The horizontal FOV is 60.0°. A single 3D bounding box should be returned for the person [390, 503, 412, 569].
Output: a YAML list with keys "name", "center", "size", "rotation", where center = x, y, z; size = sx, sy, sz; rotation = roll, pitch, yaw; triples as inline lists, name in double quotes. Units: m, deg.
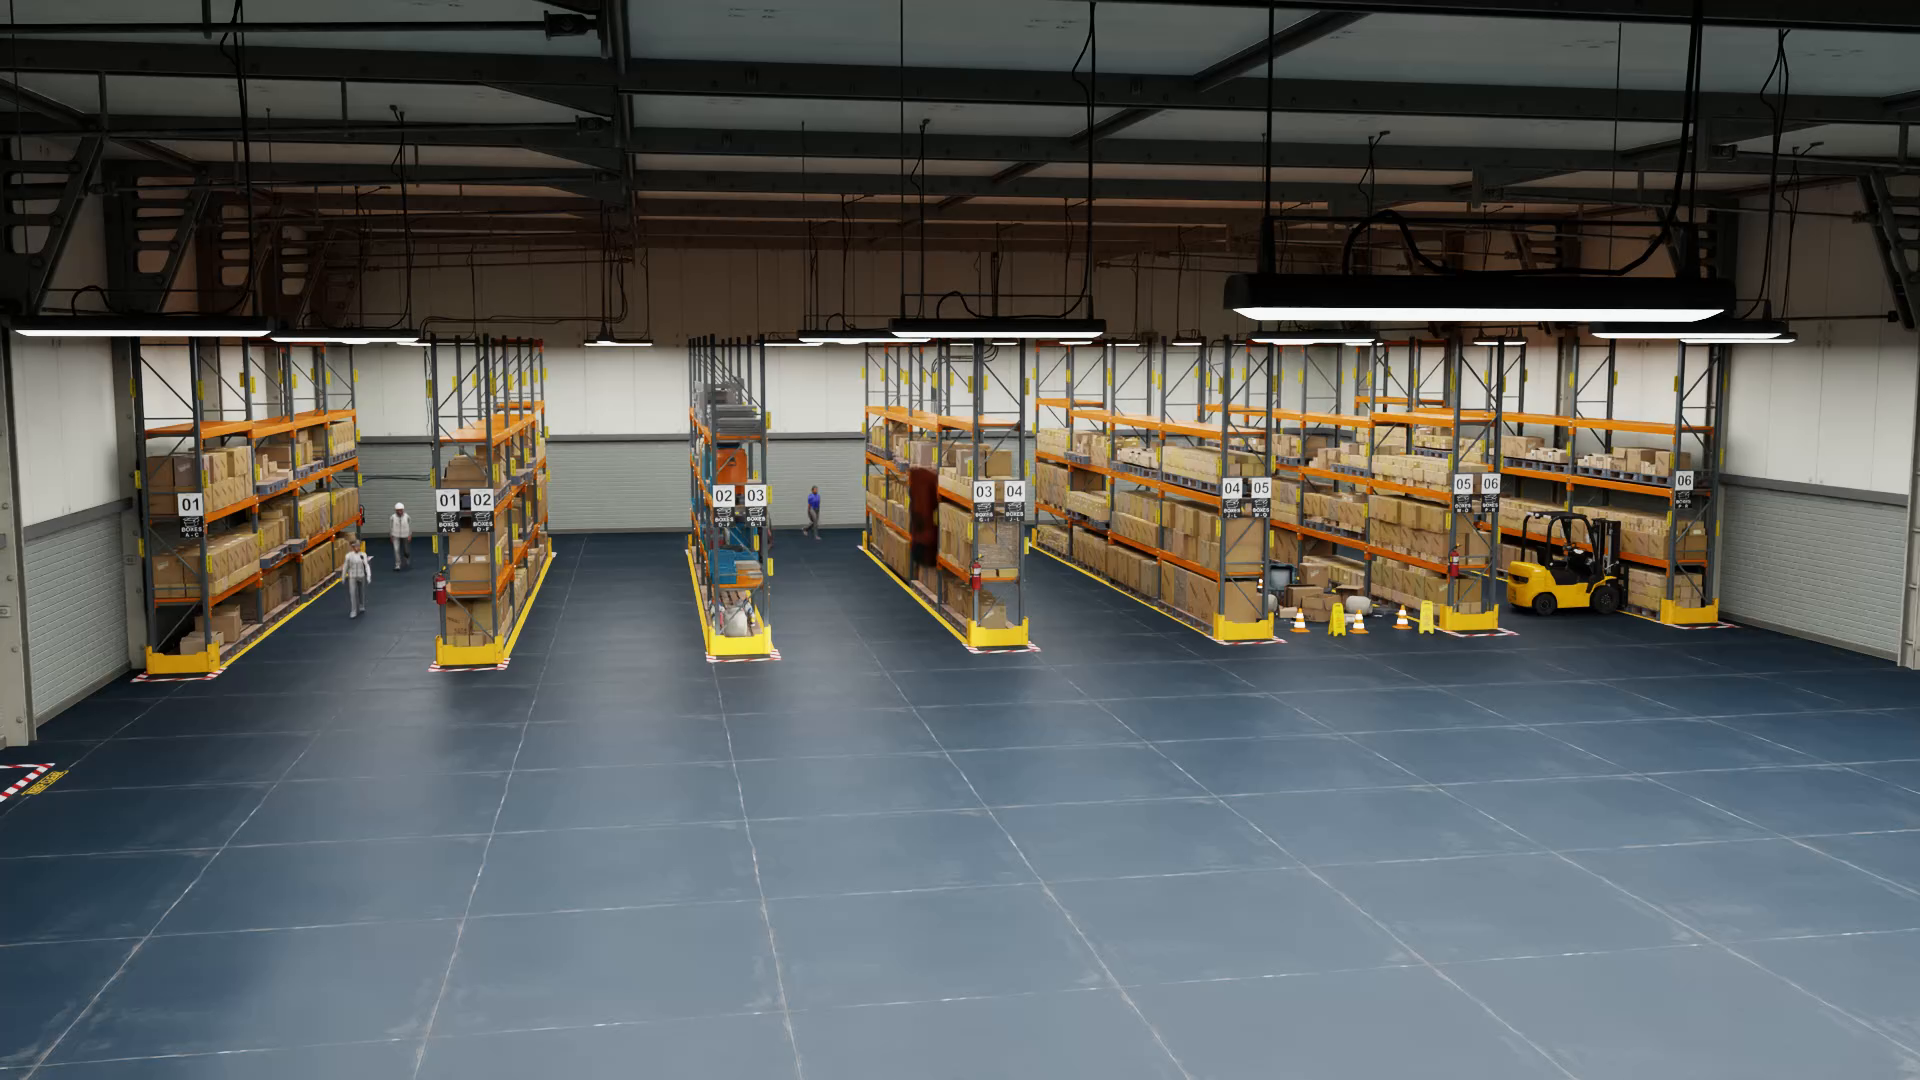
- name: "person"
  center: [-14.613, -0.121, 43.487]
  size: [0.548, 1.732, 0.948]
  rotation: [-2, 7, -14]

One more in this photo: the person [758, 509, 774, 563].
- name: "person"
  center: [-5.304, -0.246, 44.667]
  size: [0.567, 1.724, 0.478]
  rotation: [6, 9, 44]

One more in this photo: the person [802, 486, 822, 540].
- name: "person"
  center: [-4.440, -0.840, 50.153]
  size: [0.757, 1.619, 0.445]
  rotation: [4, 8, 29]

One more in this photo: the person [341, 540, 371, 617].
- name: "person"
  center: [-13.018, 0.792, 35.832]
  size: [0.596, 1.610, 1.051]
  rotation: [-2, 7, -20]
